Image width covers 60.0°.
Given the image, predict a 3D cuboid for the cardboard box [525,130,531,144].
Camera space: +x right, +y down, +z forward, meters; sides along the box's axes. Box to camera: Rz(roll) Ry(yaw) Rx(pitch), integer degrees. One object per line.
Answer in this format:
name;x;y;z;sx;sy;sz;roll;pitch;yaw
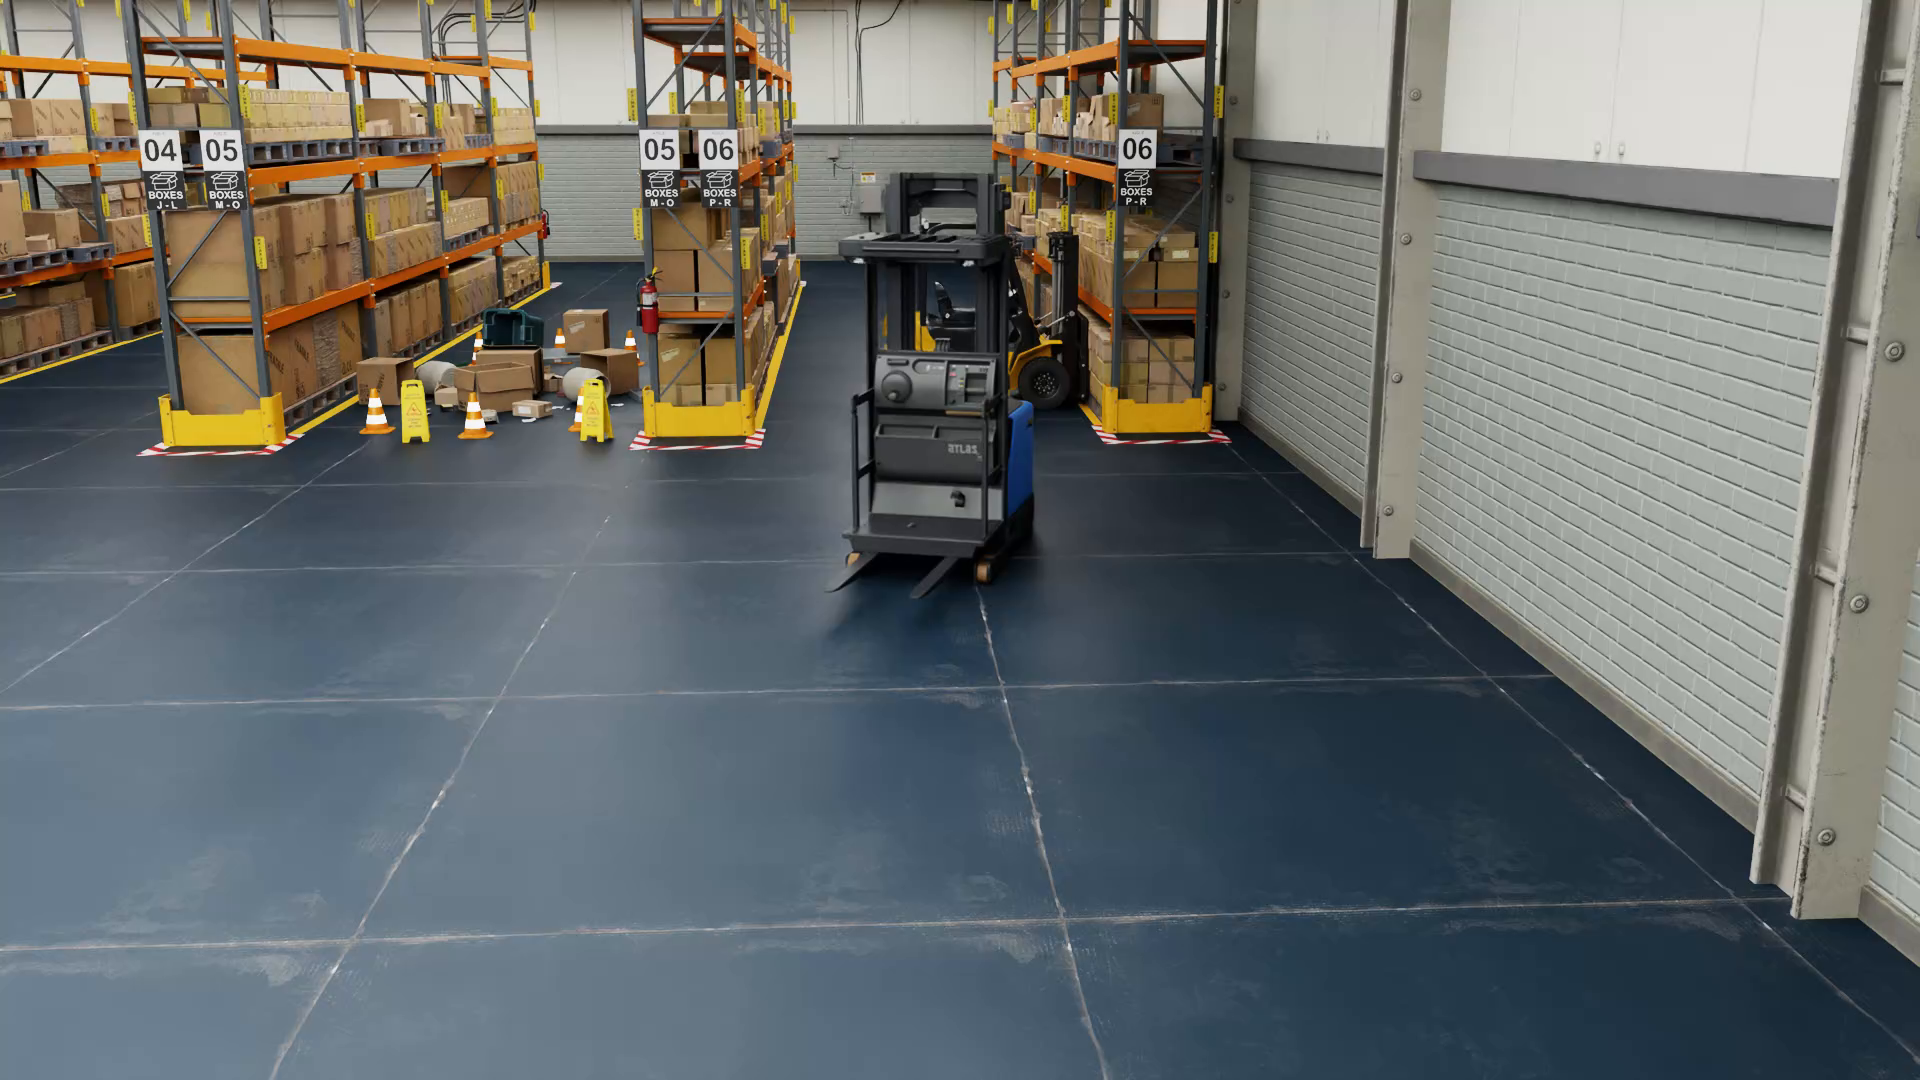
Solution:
cardboard box;-8.400;-7.611;31.367;0.500;0.250;0.500;-1;14;-3

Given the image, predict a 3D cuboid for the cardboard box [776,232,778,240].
cardboard box;-3.080;-4.631;25.807;0.500;0.250;0.500;-1;14;-4

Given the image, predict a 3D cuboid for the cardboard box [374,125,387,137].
cardboard box;-7.815;-5.417;22.002;0.380;0.149;0.250;-1;14;-3

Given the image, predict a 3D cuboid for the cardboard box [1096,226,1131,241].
cardboard box;1.758;-3.510;19.050;0.380;0.149;0.250;-1;14;-2

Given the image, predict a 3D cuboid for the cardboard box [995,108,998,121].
cardboard box;0.947;-8.171;31.943;0.500;0.250;0.500;-1;14;-4

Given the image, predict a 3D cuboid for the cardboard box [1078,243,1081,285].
cardboard box;1.716;-3.466;20.776;0.500;0.500;0.500;-1;14;-2

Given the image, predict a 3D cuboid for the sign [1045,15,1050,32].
sign;1.712;-10.083;32.465;0.100;0.325;0.005;-1;14;-3

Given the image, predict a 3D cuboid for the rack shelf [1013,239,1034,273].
rack shelf;1.529;-4.805;27.625;1.077;0.370;4.000;-1;14;-3

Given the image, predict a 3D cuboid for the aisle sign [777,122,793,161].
aisle sign;-3.492;-7.850;32.797;0.394;0.787;0.004;-1;14;-3

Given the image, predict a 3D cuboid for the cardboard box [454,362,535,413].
cardboard box;-5.441;-1.777;19.425;0.797;0.503;0.637;-13;20;-42

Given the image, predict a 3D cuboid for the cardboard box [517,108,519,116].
cardboard box;-8.403;-7.949;30.878;0.380;0.149;0.250;-1;14;-5

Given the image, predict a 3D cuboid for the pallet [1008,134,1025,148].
pallet;1.443;-6.591;27.481;1.213;0.211;1.003;-1;14;-3

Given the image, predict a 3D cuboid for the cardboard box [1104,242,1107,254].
cardboard box;1.843;-3.301;18.834;0.380;0.149;0.250;-1;14;-4

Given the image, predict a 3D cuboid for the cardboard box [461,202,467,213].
cardboard box;-8.165;-5.353;26.781;0.380;0.149;0.250;-1;14;-4

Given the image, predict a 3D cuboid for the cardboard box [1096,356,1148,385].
cardboard box;1.806;-1.896;18.549;0.500;0.250;0.500;-1;14;-4

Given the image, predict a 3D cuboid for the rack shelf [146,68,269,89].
rack shelf;-13.564;-8.281;29.897;1.077;0.370;4.000;-1;14;-3

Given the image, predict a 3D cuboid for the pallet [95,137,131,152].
pallet;-13.285;-5.946;24.975;1.213;0.211;1.003;0;14;-1

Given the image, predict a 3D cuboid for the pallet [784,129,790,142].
pallet;-3.662;-7.489;30.772;1.003;0.211;1.213;-1;14;-3

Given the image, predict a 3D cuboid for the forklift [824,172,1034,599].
forklift;-0.235;-1.204;12.322;1.130;2.935;3.031;4;15;14

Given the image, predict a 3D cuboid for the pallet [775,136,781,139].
pallet;-3.394;-6.099;25.569;1.213;0.211;1.003;0;14;-1

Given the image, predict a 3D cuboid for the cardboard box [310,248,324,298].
cardboard box;-7.847;-3.060;19.099;0.875;0.550;0.500;-1;14;-3

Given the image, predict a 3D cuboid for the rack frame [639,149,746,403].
rack frame;-2.806;-2.589;17.568;1.000;3.000;0.127;-1;14;-3

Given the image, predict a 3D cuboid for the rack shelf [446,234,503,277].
rack shelf;-8.359;-4.626;26.929;1.077;0.370;4.000;-1;14;-3

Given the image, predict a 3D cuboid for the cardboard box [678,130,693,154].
cardboard box;-3.106;-4.236;17.654;0.500;0.250;0.500;-1;14;-4

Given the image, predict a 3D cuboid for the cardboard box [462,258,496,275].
cardboard box;-8.185;-4.646;28.233;0.500;0.250;0.500;-1;14;-5

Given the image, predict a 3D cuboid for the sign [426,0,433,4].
sign;-7.682;-7.921;24.059;0.100;0.325;0.005;-1;14;-3

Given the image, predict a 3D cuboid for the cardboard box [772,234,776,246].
cardboard box;-2.858;-4.324;23.972;0.380;0.149;0.250;-1;14;-2

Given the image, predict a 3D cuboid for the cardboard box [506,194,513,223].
cardboard box;-8.300;-5.914;29.694;0.500;0.500;0.500;-1;14;-3

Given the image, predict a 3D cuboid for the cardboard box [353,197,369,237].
cardboard box;-8.024;-4.138;21.382;0.700;0.500;0.500;-1;14;-4

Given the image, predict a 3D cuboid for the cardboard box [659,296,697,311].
cardboard box;-3.042;-2.557;17.948;0.380;0.149;0.250;0;14;-2

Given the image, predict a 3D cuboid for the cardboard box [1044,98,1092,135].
cardboard box;1.585;-6.101;23.954;0.700;0.500;0.500;-1;14;-5

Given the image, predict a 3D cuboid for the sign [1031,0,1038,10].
sign;1.112;-8.041;24.686;0.100;0.325;0.005;-1;14;-3

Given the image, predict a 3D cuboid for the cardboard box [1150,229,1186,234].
cardboard box;2.328;-3.391;18.586;0.380;0.149;0.250;-1;14;-2

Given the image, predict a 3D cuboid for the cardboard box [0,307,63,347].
cardboard box;-13.042;-2.983;23.233;0.700;0.500;0.500;0;14;1

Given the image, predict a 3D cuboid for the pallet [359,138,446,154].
pallet;-8.143;-5.679;23.936;1.213;0.211;1.003;0;14;-1

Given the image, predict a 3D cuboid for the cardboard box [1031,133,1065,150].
cardboard box;1.379;-6.160;25.728;0.500;0.250;0.500;-1;14;-5

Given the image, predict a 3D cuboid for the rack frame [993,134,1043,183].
rack frame;1.157;-6.645;33.335;1.000;3.000;0.127;-1;14;-3

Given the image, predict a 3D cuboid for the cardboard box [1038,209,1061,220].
cardboard box;1.379;-4.935;25.183;0.380;0.149;0.250;0;14;-2

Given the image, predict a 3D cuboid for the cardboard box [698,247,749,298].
cardboard box;-2.558;-2.903;17.993;0.500;0.500;0.500;-1;14;-4

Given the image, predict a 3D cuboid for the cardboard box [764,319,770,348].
cardboard box;-3.136;-2.823;22.911;0.950;0.372;0.625;0;14;0

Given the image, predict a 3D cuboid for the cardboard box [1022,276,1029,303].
cardboard box;1.306;-4.134;27.748;0.500;0.500;0.500;-1;14;-5

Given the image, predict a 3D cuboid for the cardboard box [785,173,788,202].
cardboard box;-3.362;-6.354;29.993;0.500;0.500;0.500;-1;14;-4

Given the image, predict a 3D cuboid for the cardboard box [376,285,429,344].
cardboard box;-8.230;-3.220;23.695;1.050;0.750;0.750;-1;14;-3

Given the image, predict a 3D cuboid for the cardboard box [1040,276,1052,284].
cardboard box;1.369;-4.082;26.242;0.380;0.149;0.250;-2;15;-6

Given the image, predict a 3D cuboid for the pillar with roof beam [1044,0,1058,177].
pillar with roof beam;-2.407;-10.169;34.989;9.100;9.000;0.400;-1;14;-3

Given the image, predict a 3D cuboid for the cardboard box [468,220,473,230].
cardboard box;-8.177;-5.134;27.120;0.380;0.149;0.250;0;14;-1

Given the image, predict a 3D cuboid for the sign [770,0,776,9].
sign;-2.760;-7.985;24.469;0.100;0.325;0.005;-1;14;-3

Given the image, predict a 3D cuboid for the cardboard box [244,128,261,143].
cardboard box;-7.441;-4.160;17.116;0.380;0.149;0.250;-1;14;-3

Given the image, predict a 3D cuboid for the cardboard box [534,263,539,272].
cardboard box;-8.414;-5.306;32.411;0.380;0.149;0.250;-1;14;-5

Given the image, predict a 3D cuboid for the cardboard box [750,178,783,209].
cardboard box;-3.219;-5.744;27.622;0.500;0.500;0.500;0;14;-2

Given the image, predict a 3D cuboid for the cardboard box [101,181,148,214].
cardboard box;-13.307;-5.470;26.554;0.797;0.503;0.637;0;14;-2

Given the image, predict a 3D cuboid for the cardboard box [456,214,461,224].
cardboard box;-8.134;-5.084;26.331;0.380;0.149;0.250;-1;14;-3

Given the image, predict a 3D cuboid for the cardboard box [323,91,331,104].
cardboard box;-7.601;-5.177;19.470;0.380;0.149;0.250;-1;14;-2

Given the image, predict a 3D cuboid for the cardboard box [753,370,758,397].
cardboard box;-2.604;-1.792;19.148;0.500;0.250;0.500;0;14;-1
